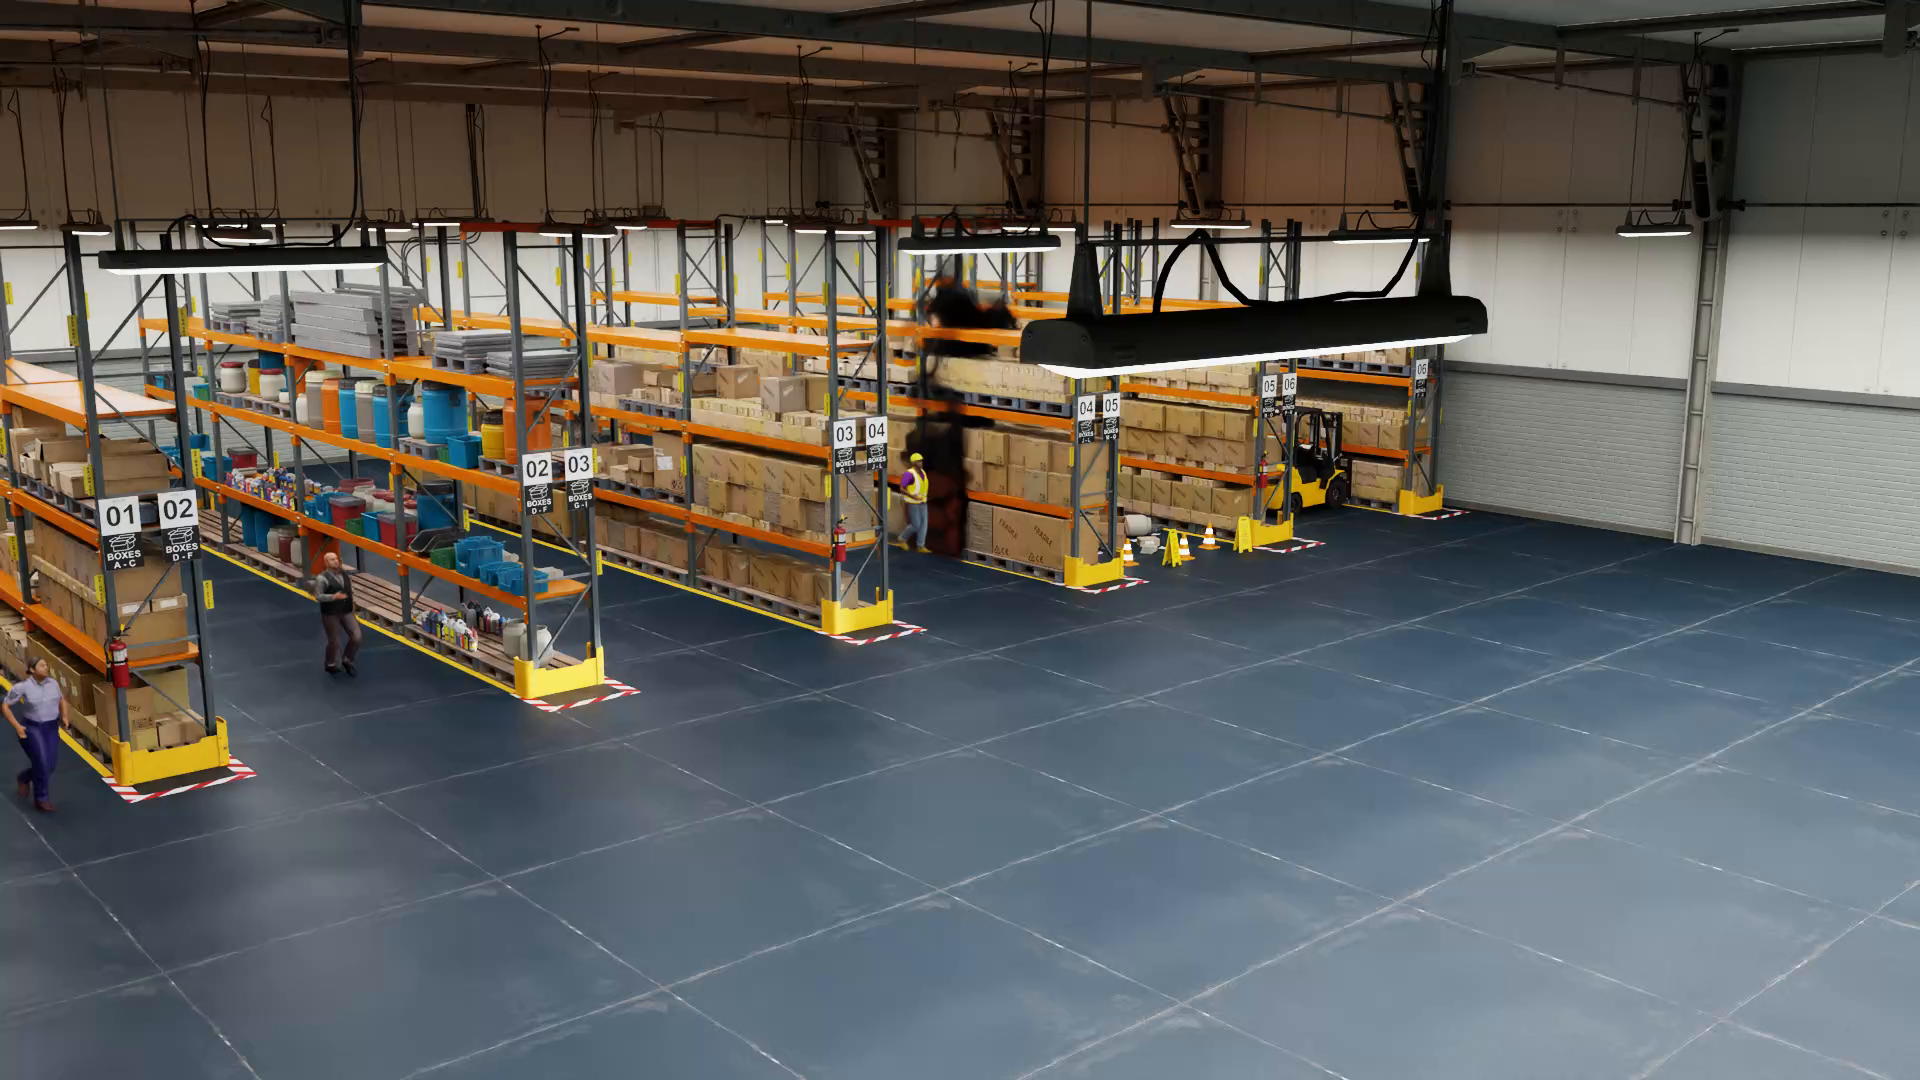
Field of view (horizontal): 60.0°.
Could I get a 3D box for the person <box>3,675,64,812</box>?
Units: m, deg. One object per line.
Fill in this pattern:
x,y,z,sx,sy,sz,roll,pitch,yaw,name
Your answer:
-9.830,2.136,17.784,0.655,1.432,0.607,5,13,25,person

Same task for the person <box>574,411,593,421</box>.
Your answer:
-9.285,-2.677,40.830,0.620,1.711,0.758,-10,15,-40,person

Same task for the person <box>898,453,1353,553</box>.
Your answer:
4.060,-1.247,32.750,4.177,1.995,11.965,8,14,36,person

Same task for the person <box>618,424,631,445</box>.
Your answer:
-7.425,-1.713,36.543,0.820,1.514,0.537,11,16,43,person

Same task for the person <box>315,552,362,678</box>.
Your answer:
-8.383,1.029,22.470,0.689,1.747,0.641,8,14,36,person
